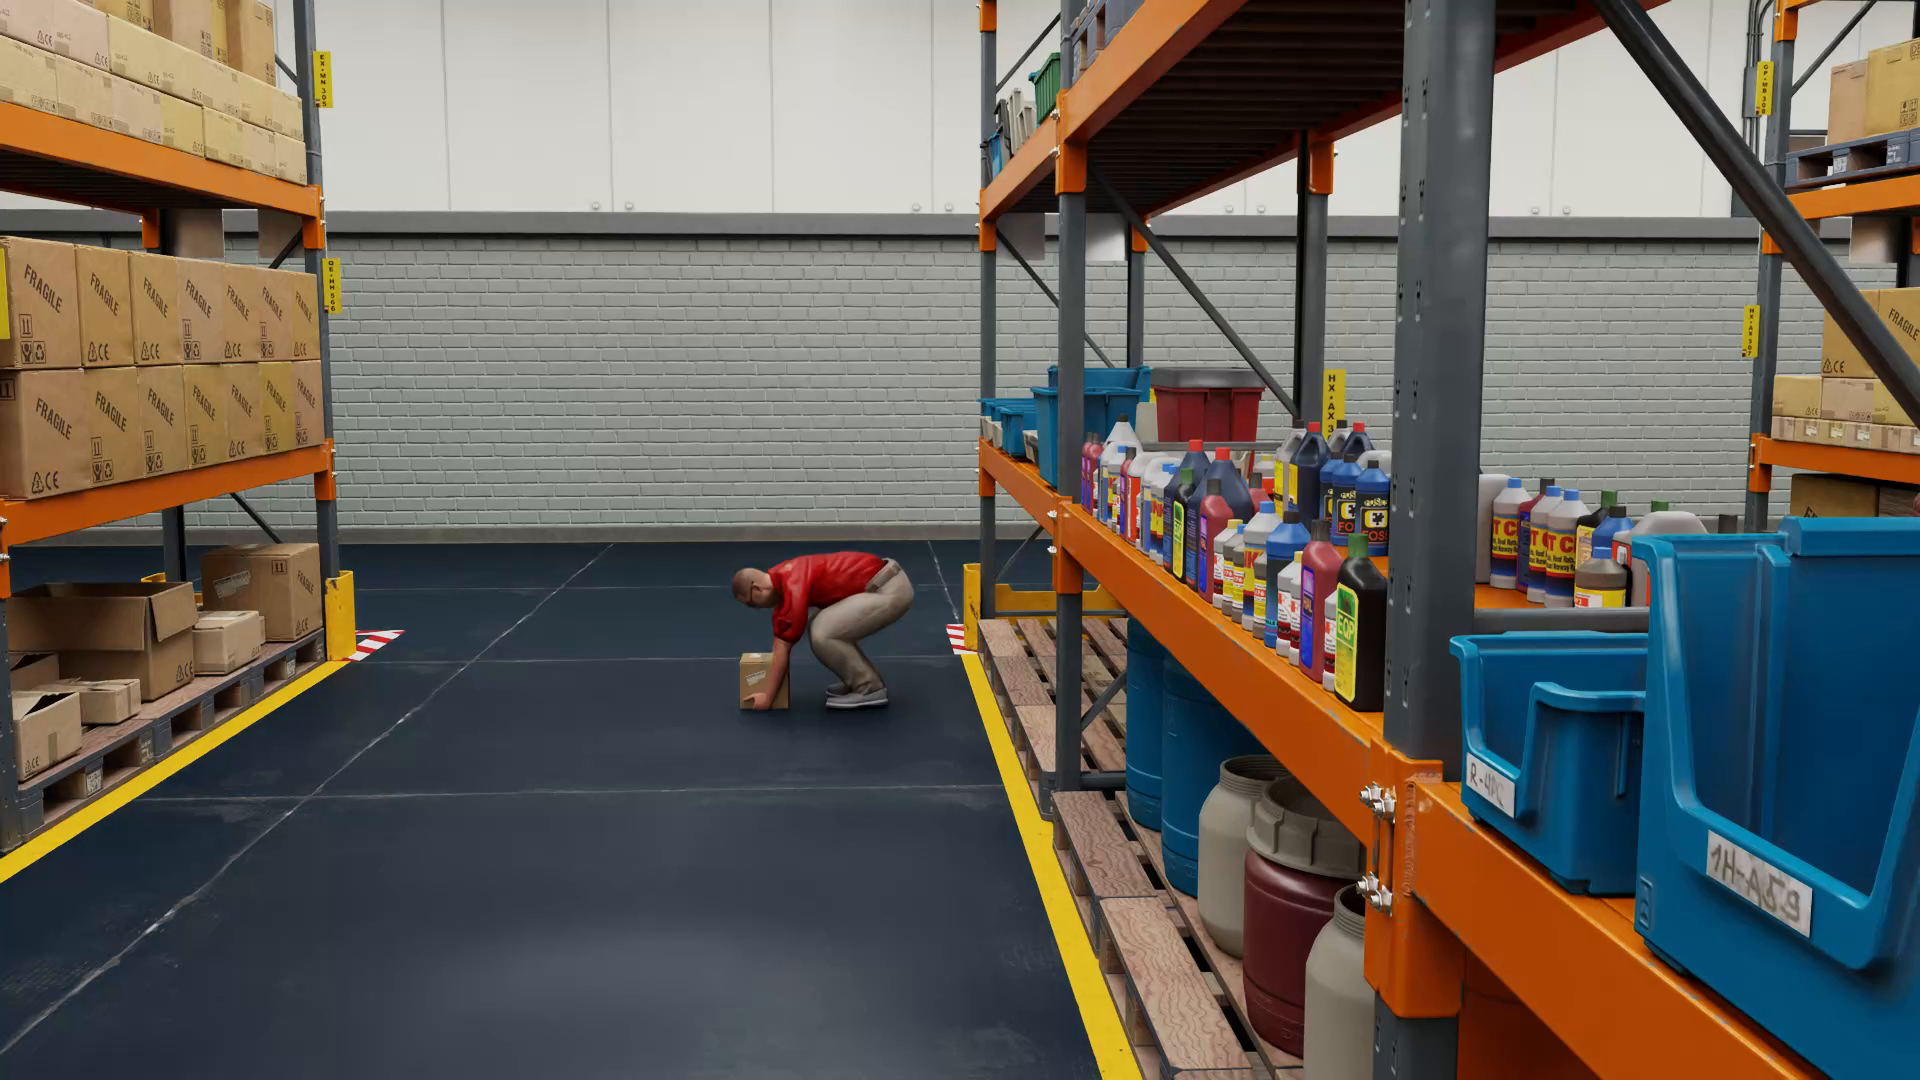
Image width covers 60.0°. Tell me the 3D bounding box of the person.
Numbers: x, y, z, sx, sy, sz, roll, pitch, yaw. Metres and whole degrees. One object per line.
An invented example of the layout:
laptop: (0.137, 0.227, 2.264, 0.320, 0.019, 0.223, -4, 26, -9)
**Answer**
person: (-0.720, 0.477, 8.798, 0.955, 0.826, 0.537, -1, 7, -6)
